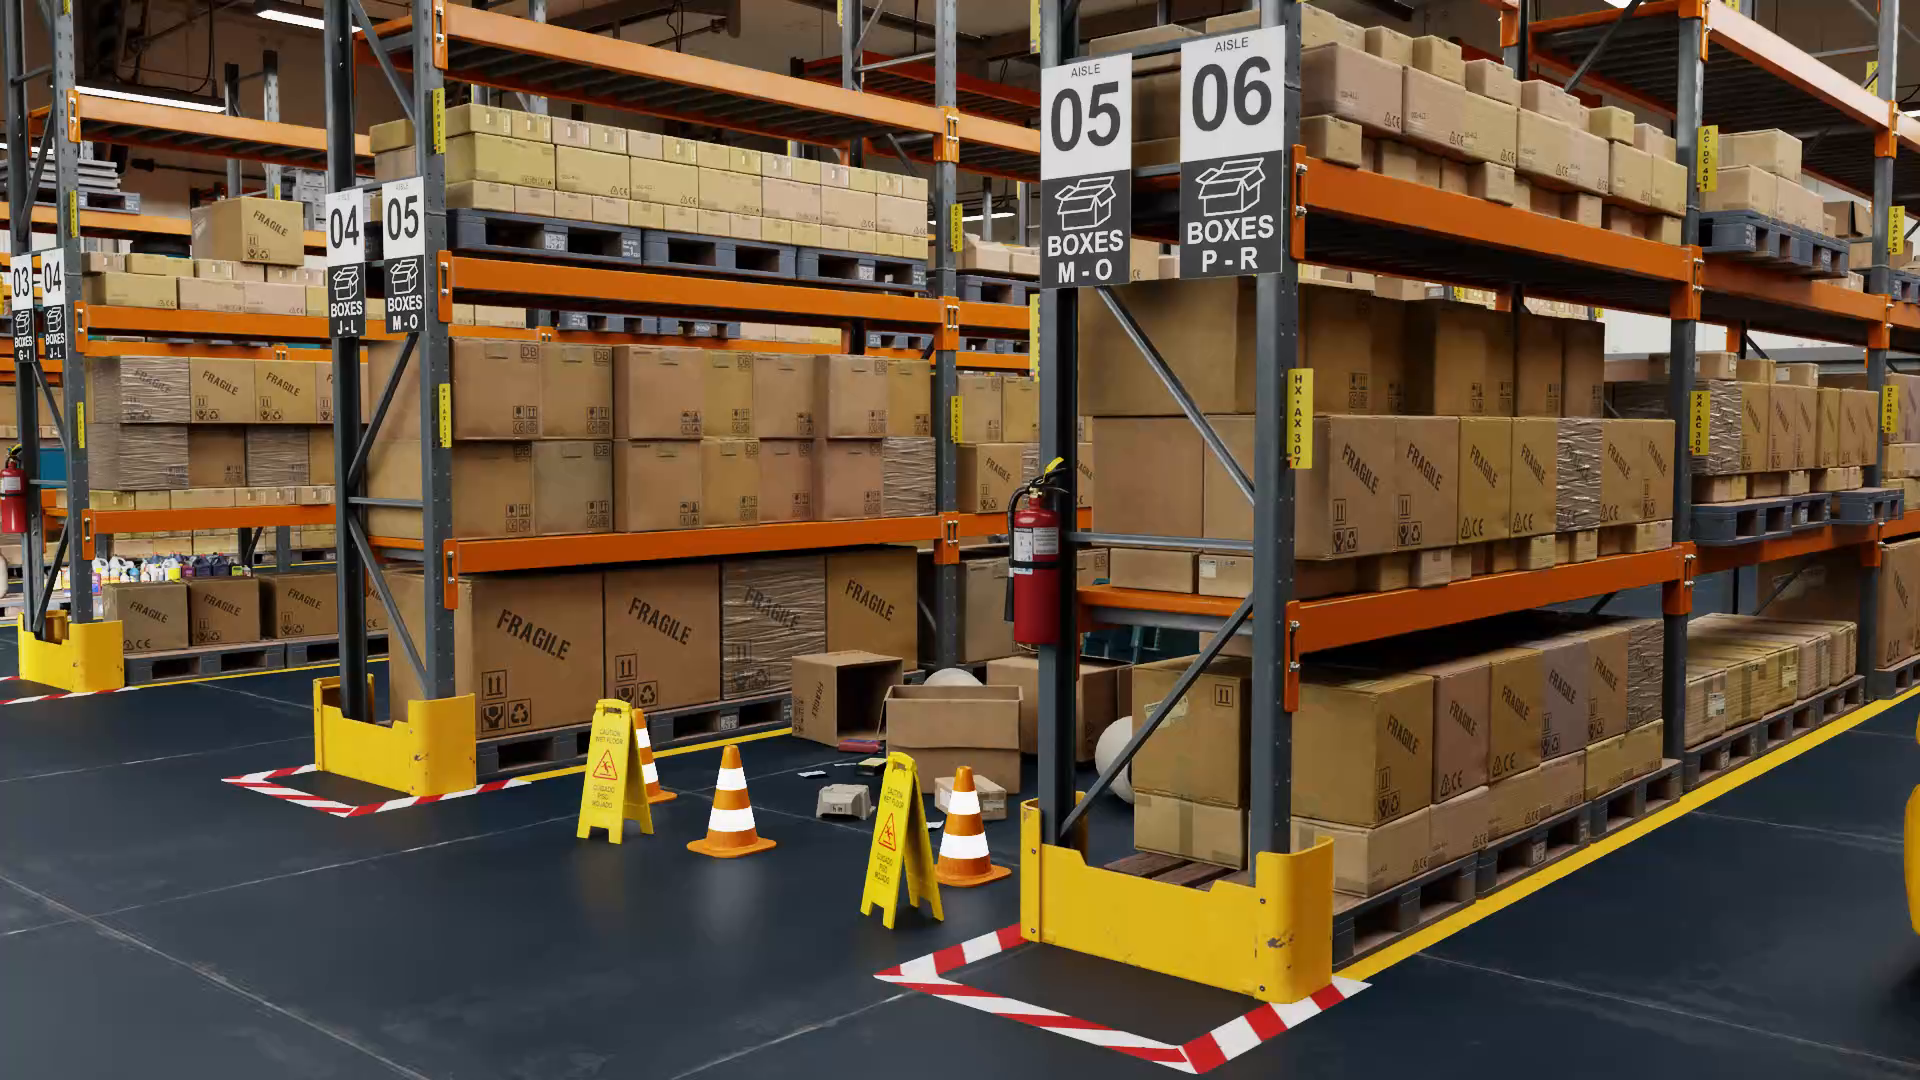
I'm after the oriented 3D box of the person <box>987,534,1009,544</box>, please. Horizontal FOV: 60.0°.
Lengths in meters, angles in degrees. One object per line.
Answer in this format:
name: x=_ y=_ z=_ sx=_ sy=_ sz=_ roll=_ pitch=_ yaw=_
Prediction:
person: x=0.472 y=-0.091 z=18.123 sx=0.472 sy=1.593 sz=0.350 roll=3 pitch=5 yaw=40
